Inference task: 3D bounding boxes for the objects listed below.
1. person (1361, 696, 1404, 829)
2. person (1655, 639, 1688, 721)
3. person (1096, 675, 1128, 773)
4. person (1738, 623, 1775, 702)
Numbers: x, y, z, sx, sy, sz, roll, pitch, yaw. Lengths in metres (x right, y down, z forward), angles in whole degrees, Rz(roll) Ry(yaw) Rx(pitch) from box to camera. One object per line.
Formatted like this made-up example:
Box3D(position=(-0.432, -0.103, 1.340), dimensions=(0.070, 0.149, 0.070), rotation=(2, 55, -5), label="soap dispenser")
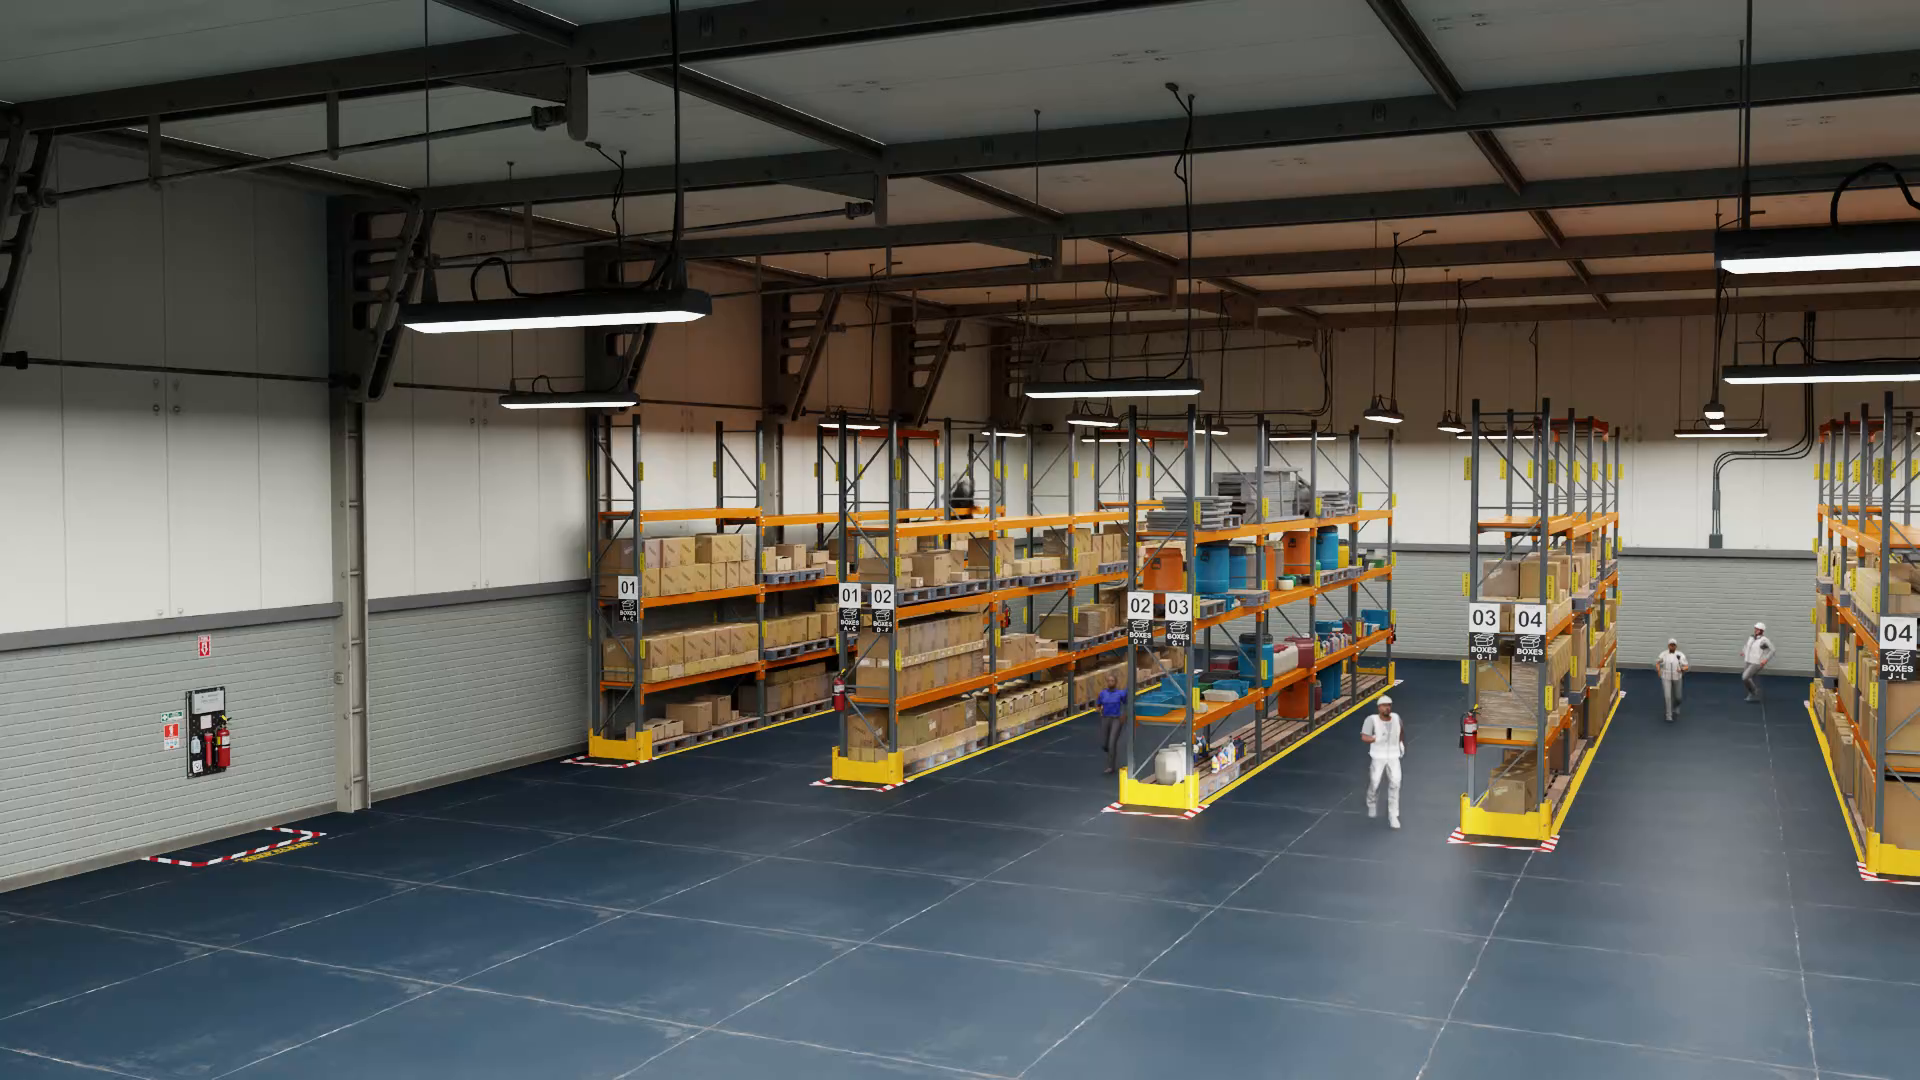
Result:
Box3D(position=(6.011, 3.123, 23.643), dimensions=(0.684, 1.842, 0.836), rotation=(0, 2, -2), label="person")
Box3D(position=(14.345, 2.806, 33.532), dimensions=(0.619, 1.632, 0.793), rotation=(1, 3, 21), label="person")
Box3D(position=(2.550, 3.048, 27.760), dimensions=(0.577, 1.615, 0.684), rotation=(1, 2, 20), label="person")
Box3D(position=(17.205, 2.661, 36.013), dimensions=(0.611, 1.750, 0.726), rotation=(-1, 2, -14), label="person")
